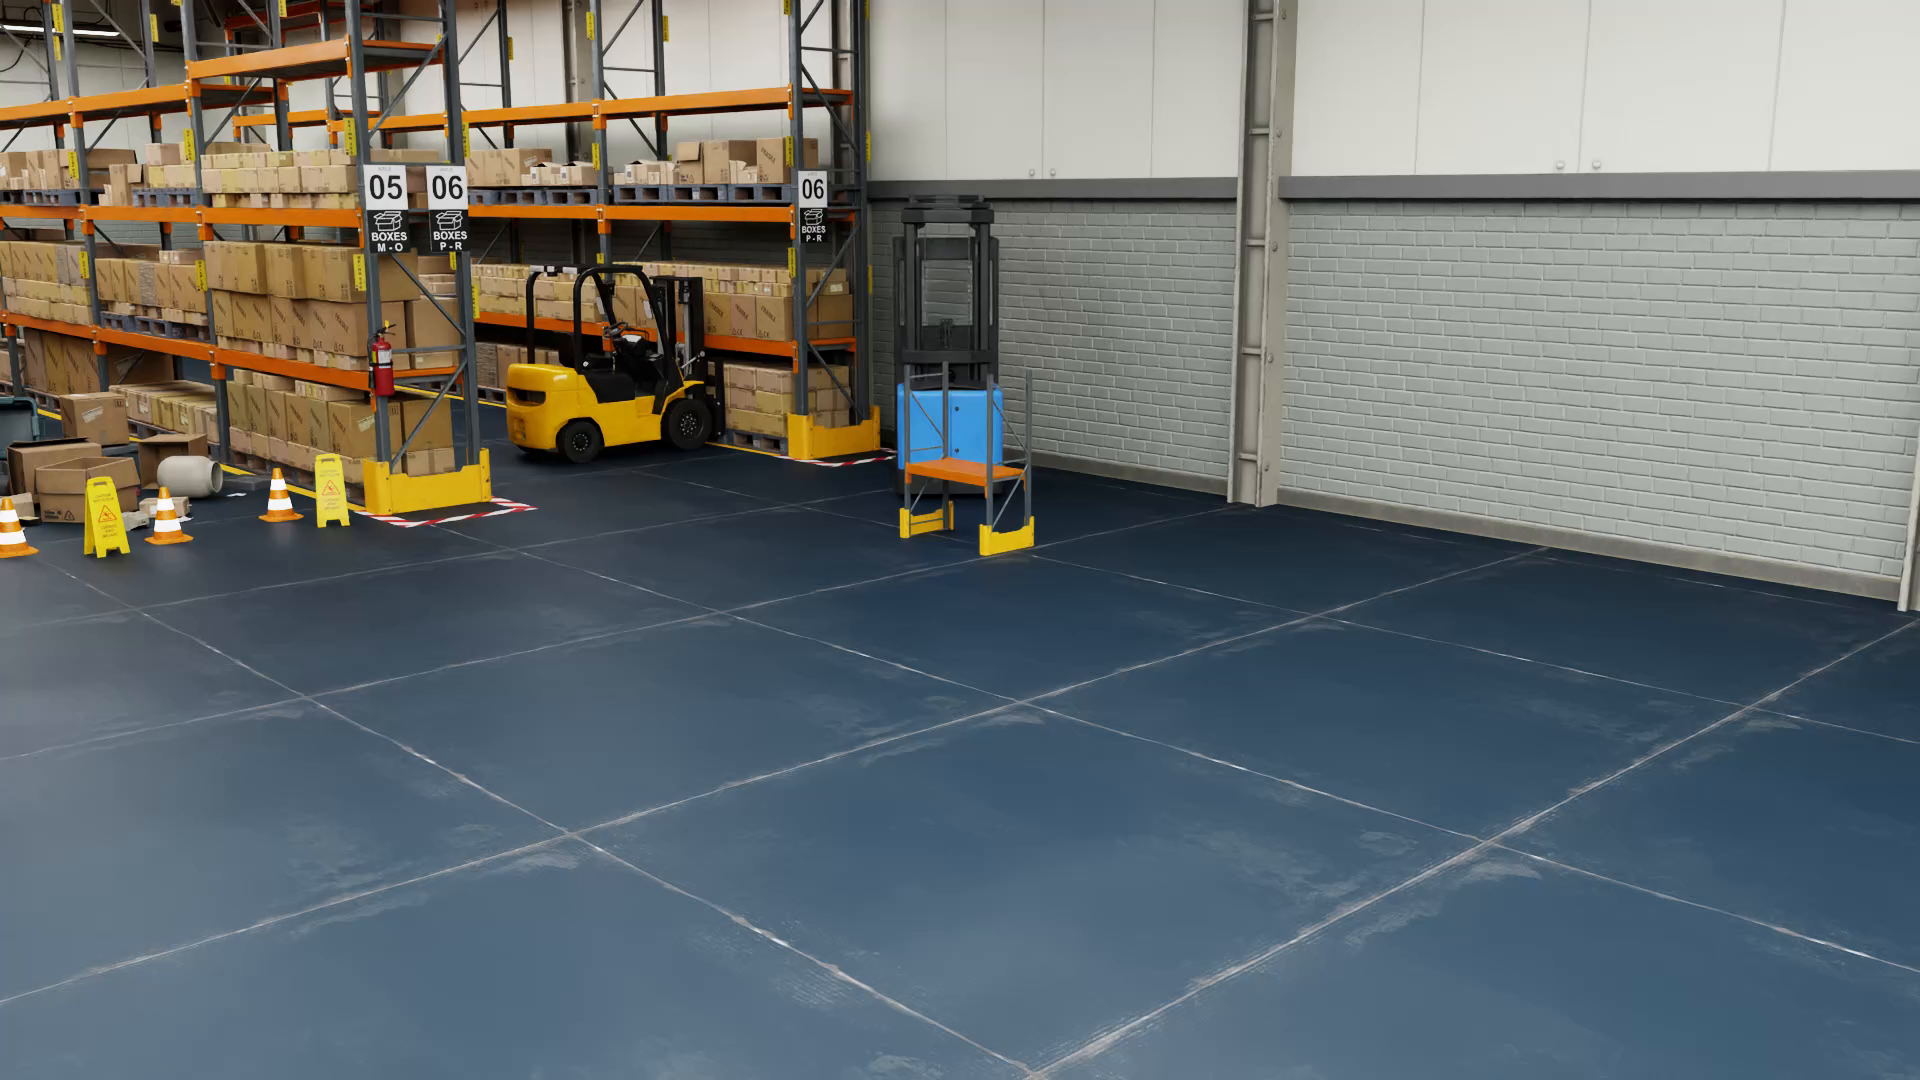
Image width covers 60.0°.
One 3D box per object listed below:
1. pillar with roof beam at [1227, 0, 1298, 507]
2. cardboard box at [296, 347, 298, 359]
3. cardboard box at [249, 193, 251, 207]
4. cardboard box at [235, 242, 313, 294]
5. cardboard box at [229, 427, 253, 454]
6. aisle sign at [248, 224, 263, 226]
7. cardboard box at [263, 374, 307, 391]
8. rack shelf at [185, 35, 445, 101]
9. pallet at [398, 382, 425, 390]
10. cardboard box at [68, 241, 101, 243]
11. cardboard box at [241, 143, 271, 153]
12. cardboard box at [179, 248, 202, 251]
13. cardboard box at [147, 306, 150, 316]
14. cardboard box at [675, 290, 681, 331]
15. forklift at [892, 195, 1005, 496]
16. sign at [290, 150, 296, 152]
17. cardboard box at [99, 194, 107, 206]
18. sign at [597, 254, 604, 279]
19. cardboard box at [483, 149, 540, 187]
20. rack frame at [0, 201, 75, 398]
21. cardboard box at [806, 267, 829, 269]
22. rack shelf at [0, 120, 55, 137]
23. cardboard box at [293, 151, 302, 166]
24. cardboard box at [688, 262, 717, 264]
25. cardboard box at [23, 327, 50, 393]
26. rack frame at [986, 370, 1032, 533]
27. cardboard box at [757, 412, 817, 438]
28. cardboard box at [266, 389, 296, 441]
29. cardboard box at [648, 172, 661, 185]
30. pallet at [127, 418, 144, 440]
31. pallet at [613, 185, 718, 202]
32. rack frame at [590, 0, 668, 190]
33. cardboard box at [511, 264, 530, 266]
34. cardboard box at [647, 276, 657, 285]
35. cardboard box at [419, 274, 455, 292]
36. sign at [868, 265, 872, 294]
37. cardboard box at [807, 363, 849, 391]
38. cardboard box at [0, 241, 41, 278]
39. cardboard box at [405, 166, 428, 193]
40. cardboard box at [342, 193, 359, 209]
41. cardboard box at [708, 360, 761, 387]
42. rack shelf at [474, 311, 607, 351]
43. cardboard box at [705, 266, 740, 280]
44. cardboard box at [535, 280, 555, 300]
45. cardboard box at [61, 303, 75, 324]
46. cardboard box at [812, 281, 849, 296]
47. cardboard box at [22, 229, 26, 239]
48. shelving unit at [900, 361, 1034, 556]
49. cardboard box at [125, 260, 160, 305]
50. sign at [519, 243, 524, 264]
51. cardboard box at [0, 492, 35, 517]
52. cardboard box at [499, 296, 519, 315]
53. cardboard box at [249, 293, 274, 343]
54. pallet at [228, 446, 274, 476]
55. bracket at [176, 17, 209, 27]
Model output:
[{"bbox_3d":[-0.266,-4.172,12.360,9.100,9.000,0.400,-11,16,-43],"label":"pillar with roof beam"},{"bbox_3d":[-6.509,-1.917,16.907,0.380,0.149,0.250,-11,16,-43],"label":"cardboard box"},{"bbox_3d":[-7.067,-3.491,17.109,0.250,0.149,0.380,11,16,43],"label":"cardboard box"},{"bbox_3d":[-7.006,-2.809,17.148,0.700,0.500,0.500,-11,16,-44],"label":"cardboard box"},{"bbox_3d":[-7.605,-1.109,18.133,0.500,0.250,0.500,11,16,43],"label":"cardboard box"},{"bbox_3d":[-12.776,-6.059,29.946,0.394,0.787,0.004,-11,16,-43],"label":"aisle sign"},{"bbox_3d":[-7.018,-1.654,17.311,0.380,0.149,0.250,-10,15,-39],"label":"cardboard box"},{"bbox_3d":[-6.436,-4.666,16.549,1.077,0.370,4.000,-11,16,-43],"label":"rack shelf"},{"bbox_3d":[-8.318,-2.576,26.392,1.003,0.211,1.213,-11,16,-43],"label":"pallet"},{"bbox_3d":[-12.153,-3.898,23.174,0.500,0.500,0.500,-10,15,-41],"label":"cardboard box"},{"bbox_3d":[-8.282,-4.432,19.149,0.500,0.250,0.500,-11,16,-44],"label":"cardboard box"},{"bbox_3d":[-9.245,-3.476,20.216,0.250,0.149,0.380,11,16,42],"label":"cardboard box"},{"bbox_3d":[-9.542,-2.771,20.010,0.380,0.149,0.250,-10,15,-40],"label":"cardboard box"},{"bbox_3d":[-3.390,-2.866,20.642,0.500,0.500,0.500,-11,16,-43],"label":"cardboard box"},{"bbox_3d":[-0.156,-2.120,17.439,1.130,2.935,3.031,-1,12,-3],"label":"forklift"},{"bbox_3d":[-7.430,-4.173,18.516,0.100,0.325,0.005,-11,16,-43],"label":"sign"},{"bbox_3d":[-10.485,-4.234,20.716,0.380,0.149,0.250,-11,16,-43],"label":"cardboard box"},{"bbox_3d":[-4.615,-3.517,21.376,0.100,0.325,0.005,-11,16,-43],"label":"sign"},{"bbox_3d":[-6.247,-5.223,23.359,0.700,0.500,0.500,-11,16,-44],"label":"cardboard box"},{"bbox_3d":[-13.342,-3.541,24.165,1.000,3.000,0.127,-11,16,-43],"label":"rack frame"},{"bbox_3d":[-1.683,-3.121,19.532,0.380,0.149,0.250,-10,15,-41],"label":"cardboard box"},{"bbox_3d":[-14.723,-6.223,25.090,1.077,0.370,4.000,-11,16,-43],"label":"rack shelf"},{"bbox_3d":[-6.305,-3.735,16.320,0.250,0.149,0.380,11,16,44],"label":"cardboard box"},{"bbox_3d":[-3.237,-3.467,21.212,0.380,0.149,0.250,-11,16,-44],"label":"cardboard box"},{"bbox_3d":[-12.856,-2.627,23.952,0.875,0.875,0.875,-10,15,-41],"label":"cardboard box"},{"bbox_3d":[0.410,-0.648,13.840,0.500,1.500,0.032,-11,16,-43],"label":"rack frame"},{"bbox_3d":[-2.020,-1.366,19.379,0.500,0.250,0.500,-11,16,-42],"label":"cardboard box"},{"bbox_3d":[-6.870,-1.324,17.318,0.500,0.500,0.500,-10,15,-40],"label":"cardboard box"},{"bbox_3d":[-3.608,-4.447,20.461,0.380,0.149,0.250,-10,15,-41],"label":"cardboard box"},{"bbox_3d":[-10.041,-1.477,21.059,1.003,0.211,1.213,-11,16,-43],"label":"pallet"},{"bbox_3d":[-3.622,-4.371,20.978,1.003,0.211,1.213,-11,16,-43],"label":"pallet"},{"bbox_3d":[-4.229,-6.004,21.253,1.000,3.000,0.127,-11,16,-43],"label":"rack frame"},{"bbox_3d":[-6.359,-3.974,24.413,0.380,0.149,0.250,-10,16,-41],"label":"cardboard box"},{"bbox_3d":[-3.703,-3.231,20.806,0.380,0.149,0.250,-10,16,-41],"label":"cardboard box"},{"bbox_3d":[-7.955,-3.891,25.193,0.500,0.250,0.500,11,16,42],"label":"cardboard box"},{"bbox_3d":[-1.062,-3.021,19.301,0.100,0.325,0.005,-11,16,-43],"label":"sign"},{"bbox_3d":[-1.662,-1.927,19.628,0.500,0.250,0.500,-11,16,-43],"label":"cardboard box"},{"bbox_3d":[-13.246,-3.975,23.548,0.500,0.500,0.500,-11,16,-42],"label":"cardboard box"},{"bbox_3d":[-5.209,-3.442,15.884,0.500,0.250,0.500,-11,16,-44],"label":"cardboard box"},{"bbox_3d":[-5.503,-3.149,15.451,0.380,0.149,0.250,-11,16,-42],"label":"cardboard box"},{"bbox_3d":[-2.723,-2.000,19.983,0.500,0.250,0.500,-11,16,-42],"label":"cardboard box"},{"bbox_3d":[-5.611,-3.005,23.348,1.077,0.370,4.000,-11,16,-43],"label":"rack shelf"},{"bbox_3d":[-2.821,-3.190,19.867,0.380,0.149,0.250,-10,16,-41],"label":"cardboard box"},{"bbox_3d":[-5.463,-3.423,22.724,0.500,0.250,0.500,-10,16,-41],"label":"cardboard box"},{"bbox_3d":[-11.480,-2.994,21.881,0.500,0.250,0.500,-11,16,-42],"label":"cardboard box"},{"bbox_3d":[-1.514,-2.934,19.365,0.250,0.149,0.380,11,16,44],"label":"cardboard box"},{"bbox_3d":[-13.768,-4.546,24.711,0.380,0.149,0.250,-11,16,-43],"label":"cardboard box"},{"bbox_3d":[0.053,-0.723,14.206,0.587,1.500,1.083,-11,16,-43],"label":"shelving unit"},{"bbox_3d":[-9.699,-3.108,20.038,0.500,0.500,0.500,-11,16,-42],"label":"cardboard box"},{"bbox_3d":[-6.593,-4.294,24.953,0.100,0.325,0.005,-11,16,-43],"label":"sign"},{"bbox_3d":[-8.808,-0.336,15.383,0.396,0.266,0.258,-8,14,-33],"label":"cardboard box"},{"bbox_3d":[-6.158,-3.329,23.508,0.500,0.250,0.500,11,16,43],"label":"cardboard box"},{"bbox_3d":[-7.014,-2.320,17.254,0.500,0.500,0.500,-11,16,-43],"label":"cardboard box"},{"bbox_3d":[-7.328,-0.915,18.328,1.003,0.211,1.213,-11,16,-43],"label":"pallet"},{"bbox_3d":[-16.199,-10.456,33.943,0.076,0.066,5.218,-11,16,-43],"label":"bracket"}]
